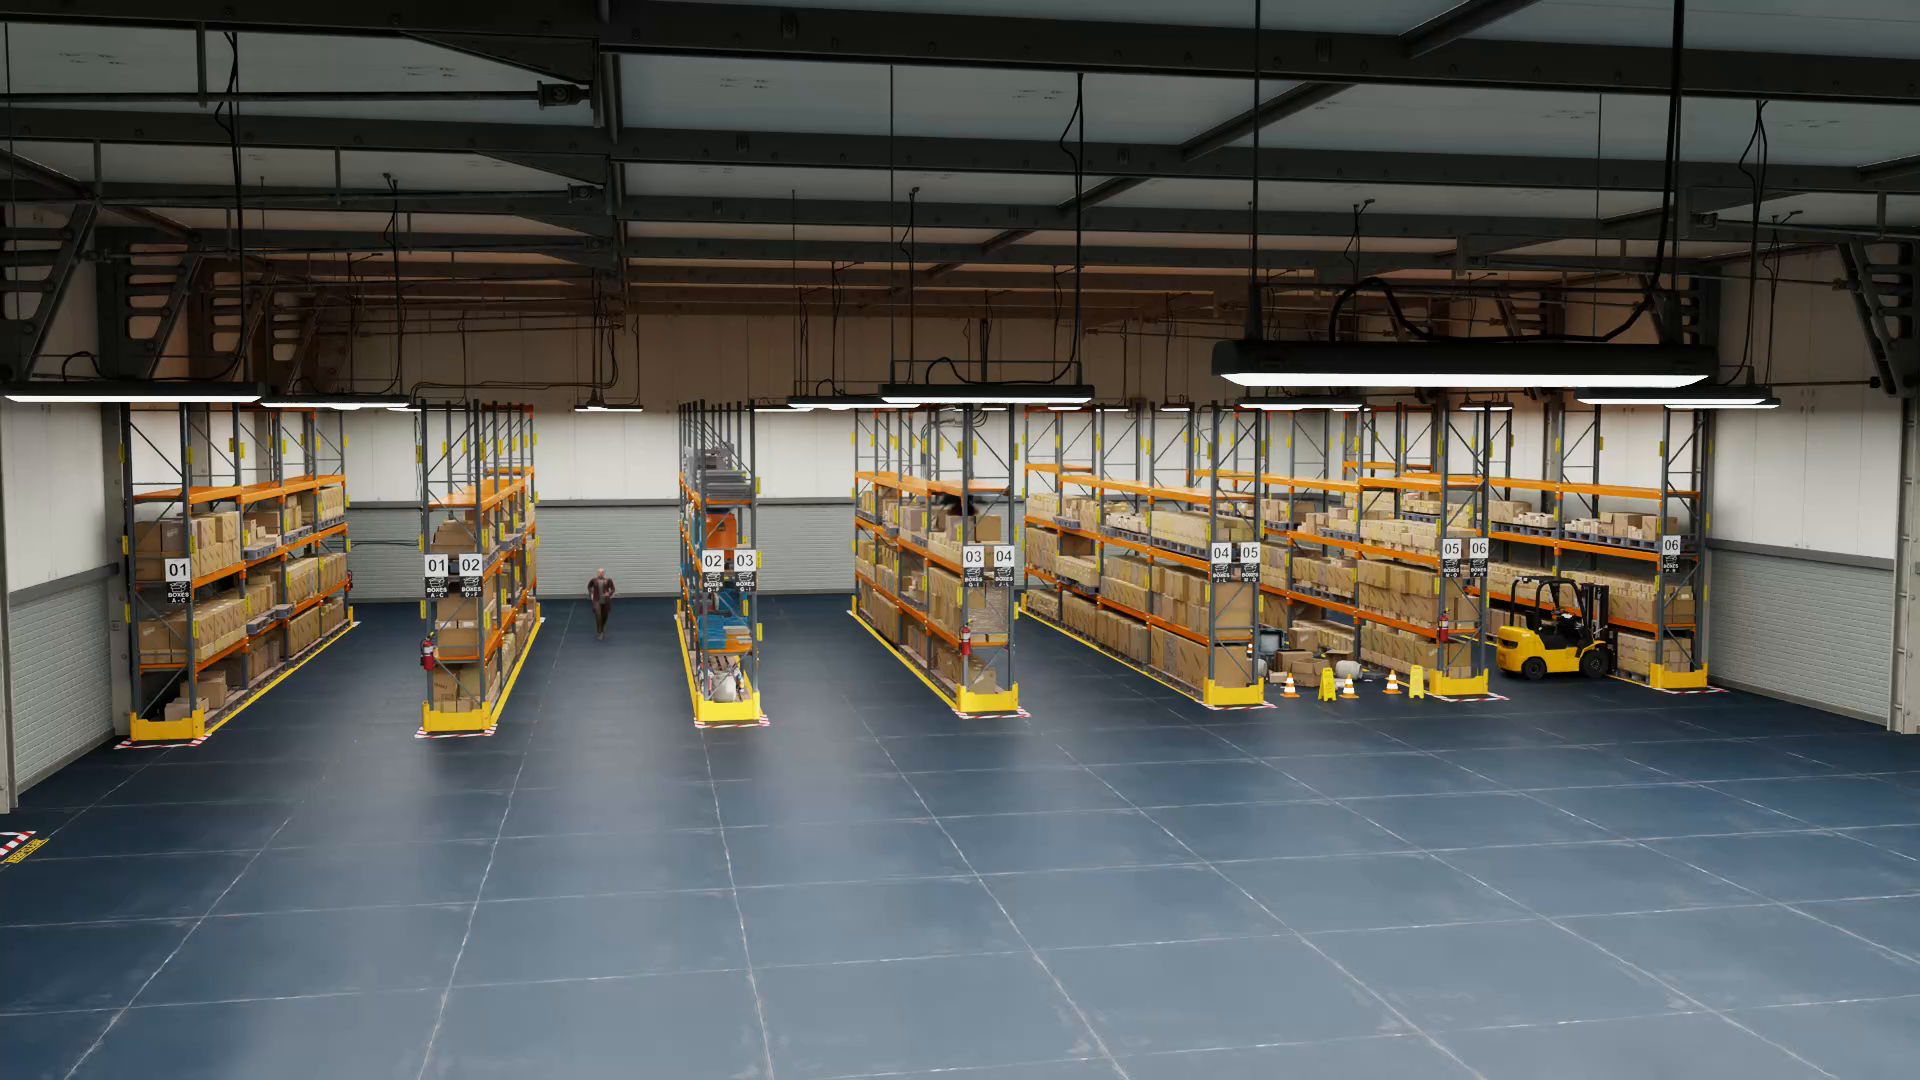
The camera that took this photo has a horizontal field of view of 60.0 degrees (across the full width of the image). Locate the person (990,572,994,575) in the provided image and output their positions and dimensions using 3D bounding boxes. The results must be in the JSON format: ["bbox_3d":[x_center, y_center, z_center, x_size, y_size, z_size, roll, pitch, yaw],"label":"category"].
[{"bbox_3d":[1.132,1.345,46.270,0.642,1.839,0.762,-1,4,-10],"label":"person"}]

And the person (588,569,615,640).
[{"bbox_3d":[-9.202,1.623,42.750,0.672,1.791,1.223,-2,5,-20],"label":"person"}]
